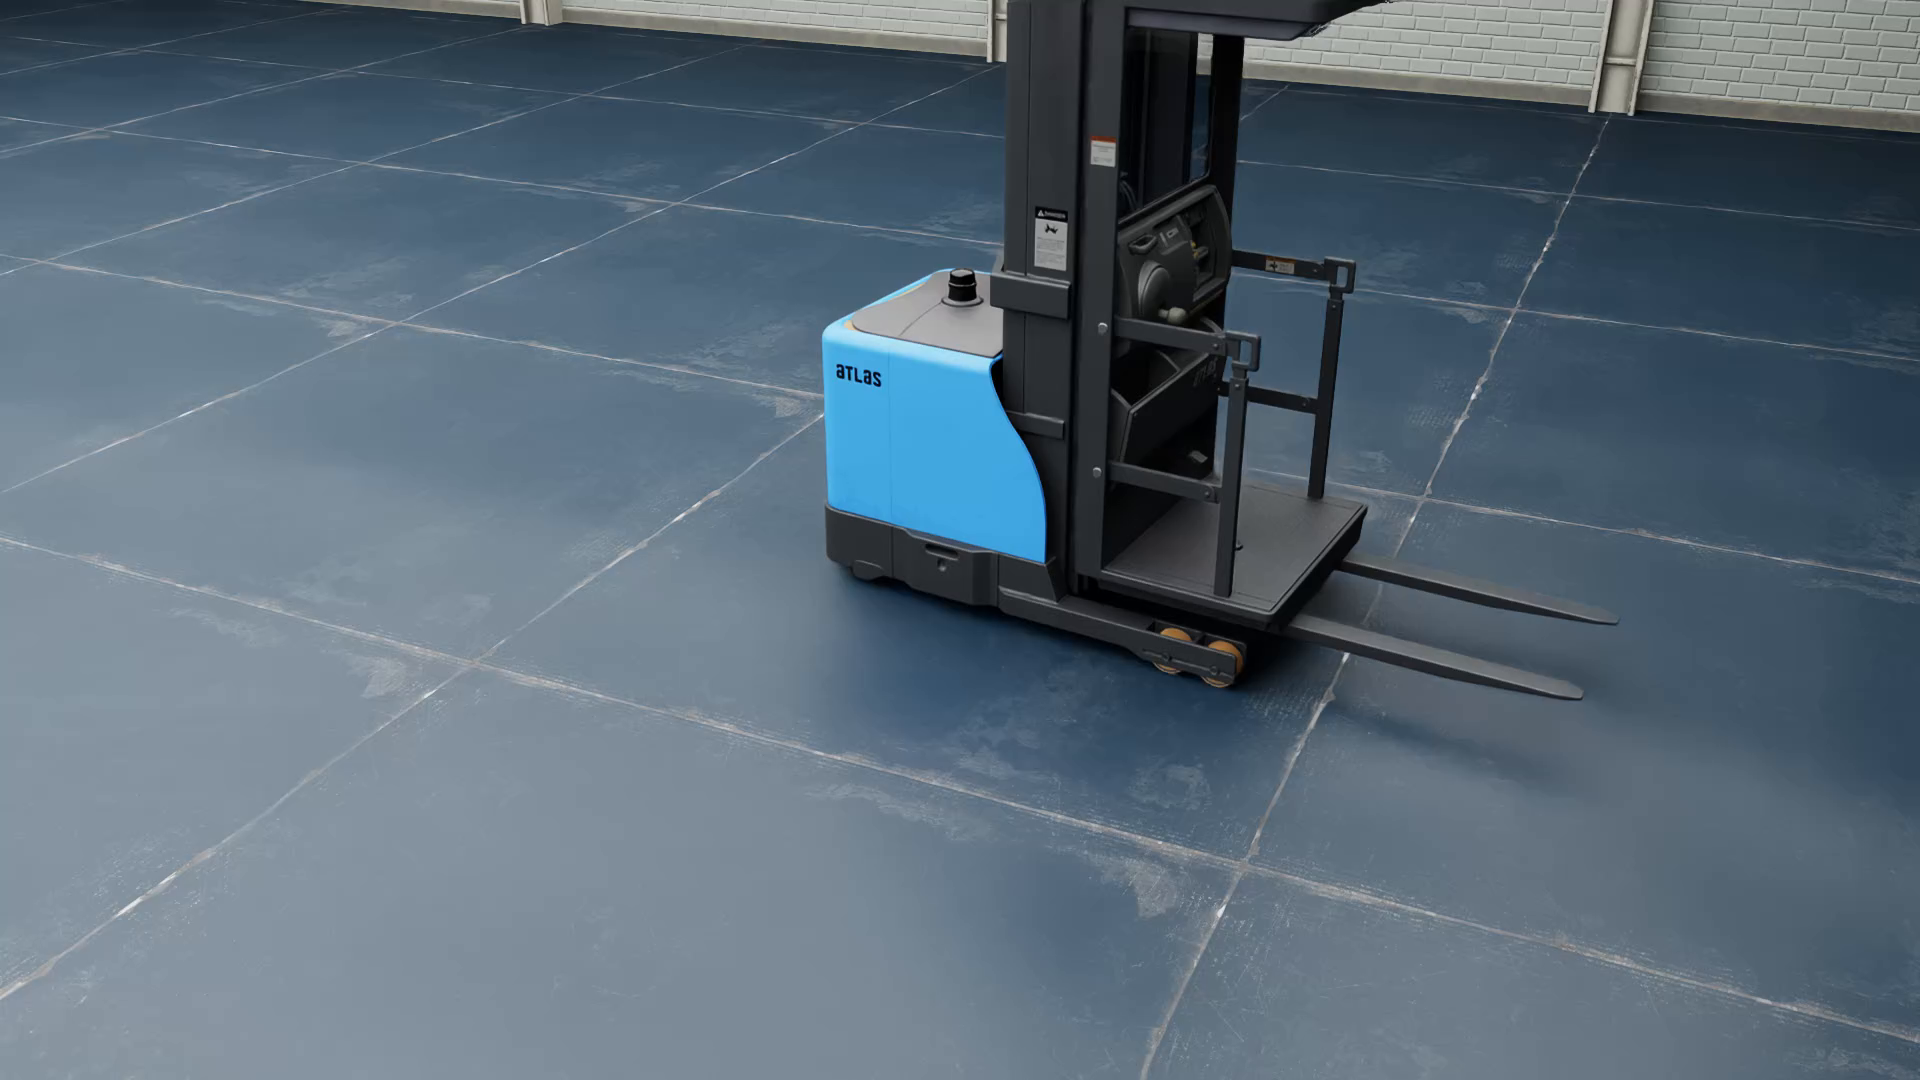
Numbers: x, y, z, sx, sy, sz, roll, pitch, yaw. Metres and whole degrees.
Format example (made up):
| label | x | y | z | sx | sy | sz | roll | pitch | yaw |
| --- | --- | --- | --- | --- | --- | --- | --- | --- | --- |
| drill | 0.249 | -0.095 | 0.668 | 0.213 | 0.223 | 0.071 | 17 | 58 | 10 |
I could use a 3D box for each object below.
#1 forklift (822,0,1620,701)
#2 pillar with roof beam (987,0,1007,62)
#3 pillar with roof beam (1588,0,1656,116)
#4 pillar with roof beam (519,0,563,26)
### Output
| label | x | y | z | sx | sy | sz | roll | pitch | yaw |
| --- | --- | --- | --- | --- | --- | --- | --- | --- | --- |
| forklift | 0.973 | -1.039 | 6.042 | 3.031 | 2.935 | 1.130 | 15 | 30 | 27 |
| pillar with roof beam | -1.260 | -7.342 | 11.974 | 0.400 | 9.000 | 9.100 | 11 | 28 | 22 |
| pillar with roof beam | 4.202 | -6.245 | 9.746 | 0.400 | 9.000 | 9.100 | 11 | 28 | 22 |
| pillar with roof beam | -6.722 | -8.439 | 14.203 | 0.400 | 9.000 | 9.100 | 11 | 28 | 22 |
